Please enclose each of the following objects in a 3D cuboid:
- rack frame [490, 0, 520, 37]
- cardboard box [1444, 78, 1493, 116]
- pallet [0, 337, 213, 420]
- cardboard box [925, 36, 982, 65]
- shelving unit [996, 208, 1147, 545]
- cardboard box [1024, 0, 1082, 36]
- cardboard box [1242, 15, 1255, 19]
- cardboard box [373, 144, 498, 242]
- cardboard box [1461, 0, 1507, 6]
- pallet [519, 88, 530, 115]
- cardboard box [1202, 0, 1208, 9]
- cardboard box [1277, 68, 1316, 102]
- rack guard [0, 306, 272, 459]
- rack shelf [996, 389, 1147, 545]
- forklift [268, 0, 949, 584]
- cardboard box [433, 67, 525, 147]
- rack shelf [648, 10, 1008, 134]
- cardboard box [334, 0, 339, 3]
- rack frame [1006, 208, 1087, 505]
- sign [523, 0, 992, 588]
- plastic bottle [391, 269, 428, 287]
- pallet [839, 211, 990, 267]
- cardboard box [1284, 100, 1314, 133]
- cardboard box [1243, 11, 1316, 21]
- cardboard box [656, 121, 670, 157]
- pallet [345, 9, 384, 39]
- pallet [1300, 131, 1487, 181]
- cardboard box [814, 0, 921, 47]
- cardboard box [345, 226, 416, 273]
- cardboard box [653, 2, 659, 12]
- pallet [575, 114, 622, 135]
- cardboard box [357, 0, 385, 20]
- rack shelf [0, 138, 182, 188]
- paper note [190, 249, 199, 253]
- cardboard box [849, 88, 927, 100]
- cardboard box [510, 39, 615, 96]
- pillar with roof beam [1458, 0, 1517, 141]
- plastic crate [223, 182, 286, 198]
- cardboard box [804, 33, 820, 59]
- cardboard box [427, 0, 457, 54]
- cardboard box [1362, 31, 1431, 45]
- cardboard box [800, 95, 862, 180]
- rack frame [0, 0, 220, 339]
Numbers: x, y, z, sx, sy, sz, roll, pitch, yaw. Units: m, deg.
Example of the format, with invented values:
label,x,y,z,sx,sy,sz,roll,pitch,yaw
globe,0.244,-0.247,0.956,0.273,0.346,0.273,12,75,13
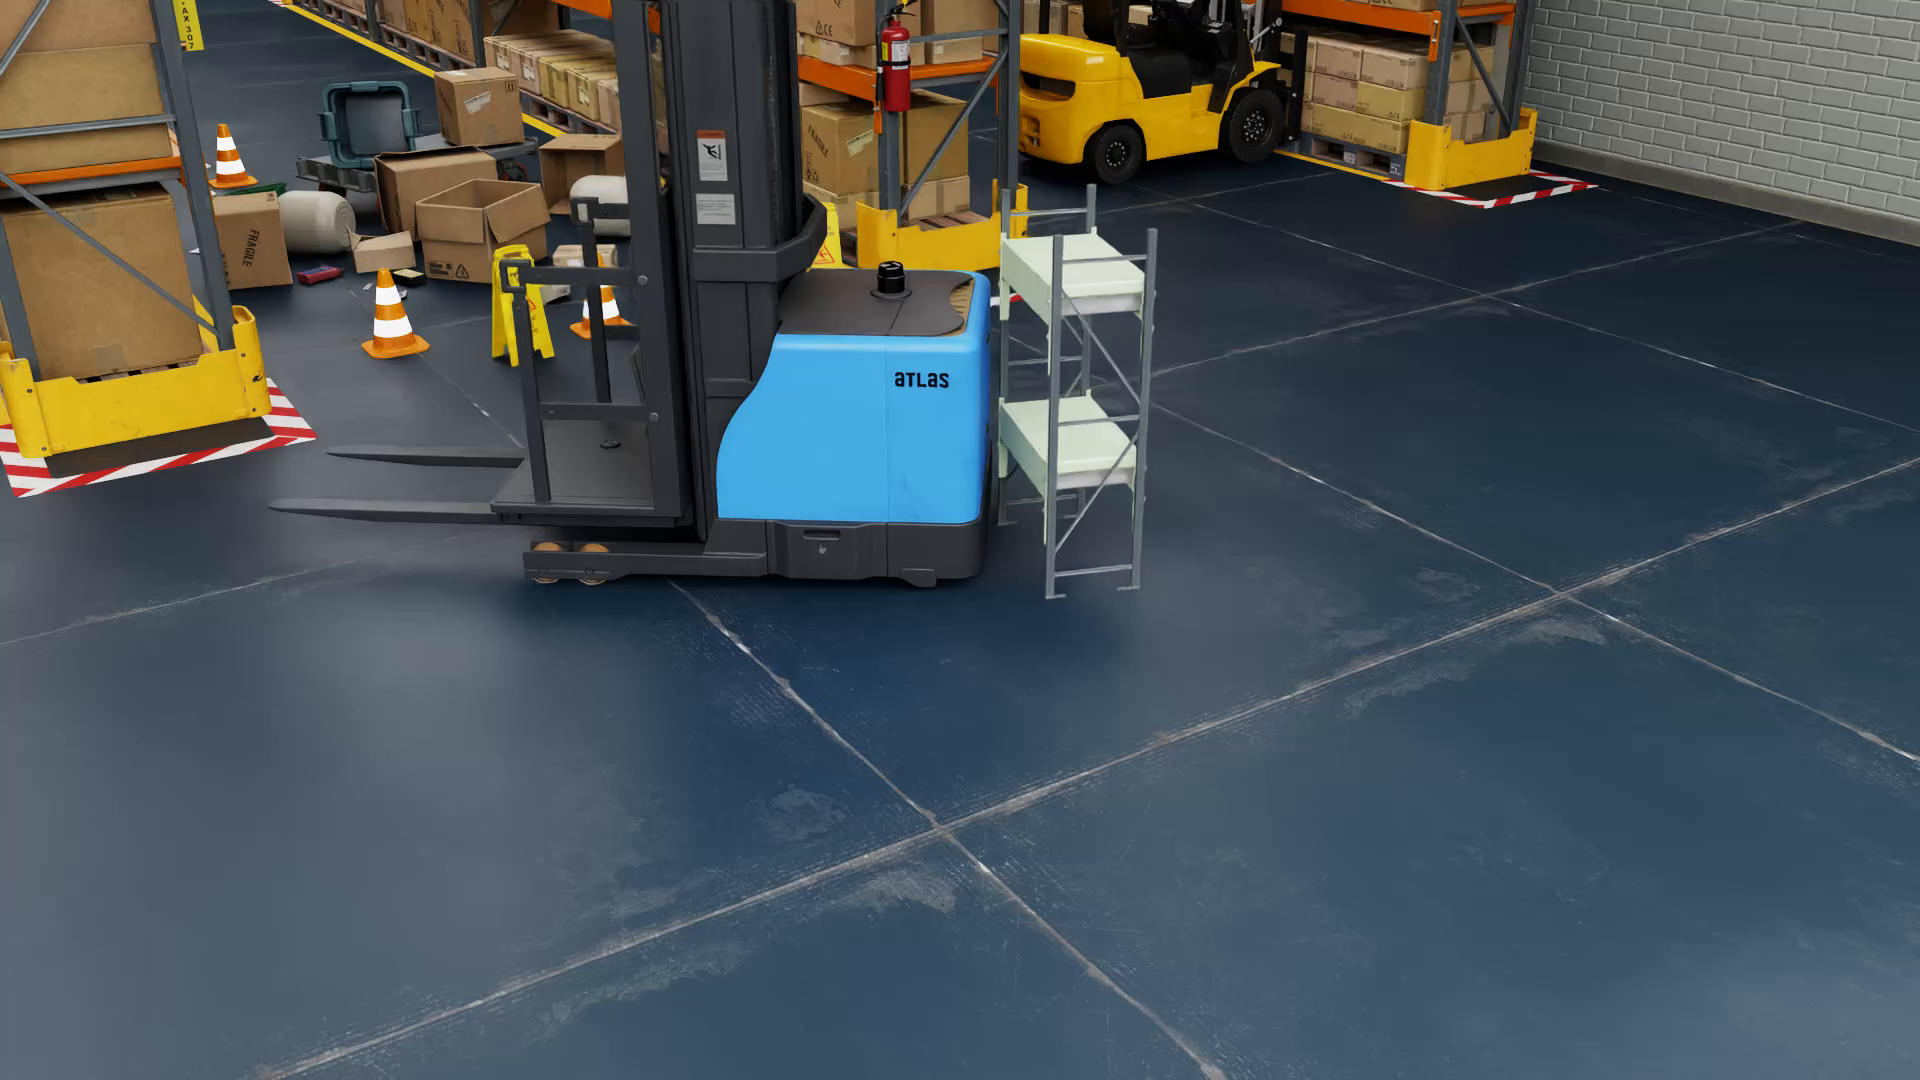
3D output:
label,x,y,z,sx,sy,sz,roll,pitch,yaw
rack frame,-4.430,-5.999,16.445,0.949,2.616,0.053,-16,29,-30
cardboard box,4.008,-3.684,13.684,0.500,0.250,0.500,-15,29,-29
pallet,-4.660,-0.954,9.024,1.003,0.211,1.213,-16,29,-30
cardboard box,-0.078,-3.193,10.795,0.380,0.149,0.250,-15,29,-29
shelving unit,0.449,-0.614,6.794,0.431,1.308,0.731,-6,26,-13
cardboard box,1.196,-5.305,17.265,0.875,0.625,0.625,-16,30,-30
cardboard box,2.460,-4.518,14.865,0.500,0.250,0.500,-14,29,-28
cardboard box,-3.664,-2.441,11.671,0.797,0.637,0.503,-16,29,-30
cardboard box,4.053,-4.582,13.326,0.500,0.500,0.500,-14,29,-28
pallet,-4.008,-4.458,16.446,1.003,0.211,1.213,-16,29,-30
cardboard box,2.338,-4.994,15.872,0.500,0.250,0.500,-15,29,-29
cardboard box,0.982,-5.520,17.399,0.979,0.399,8.696,-15,29,-29
rack guard,-4.145,-0.809,8.377,1.175,0.500,0.348,-16,29,-30
rack shelf,0.451,-0.317,6.928,0.431,0.370,0.720,-6,26,-13
forklift,-1.394,-1.365,6.708,3.031,2.935,1.121,2,25,3
cardboard box,-3.725,-3.354,12.883,0.500,0.500,0.500,-16,29,-30
rack shelf,-1.158,-3.527,12.051,1.077,0.370,4.000,-16,29,-30
cardboard box,-7.850,-7.353,21.822,0.875,0.438,0.875,-15,29,-28
rack frame,0.364,-0.764,7.110,0.380,1.308,0.010,-6,26,-13
sign,-0.817,-1.300,6.693,2.177,2.768,2.025,-16,29,-30
plastic bottle,-3.600,-1.709,10.798,0.283,0.061,0.133,18,31,33
pallet,-0.521,-2.202,11.668,1.003,0.211,1.213,-16,29,-30
cardboard box,3.040,-3.697,14.297,0.500,0.250,0.500,-15,29,-29
cardboard box,2.892,-4.632,15.106,0.500,0.250,0.500,-15,29,-29
cardboard box,-2.154,-3.240,13.330,0.500,0.250,0.500,-17,30,-32
pallet,-6.966,-6.459,20.684,1.003,0.211,1.213,-16,29,-30
pallet,3.638,-3.298,13.989,1.003,0.211,1.213,-16,29,-30
cardboard box,-0.593,-3.447,10.572,0.500,0.500,0.500,-16,30,-30
cardboard box,-3.860,-1.956,11.083,0.396,0.266,0.258,-10,27,-21
cardboard box,-2.165,-4.189,12.903,0.380,0.149,0.250,-15,29,-28
pallet,-2.676,-3.585,14.597,1.003,0.211,1.213,-16,29,-30
cardboard box,-14.379,-2.508,10.490,25.399,1.350,10.438,-16,30,-30
rack shelf,-5.250,-2.458,9.474,0.919,0.052,3.809,-16,29,-30
paper note,-5.216,-2.006,11.464,0.142,0.020,0.147,7,26,15
cardboard box,-0.577,-2.970,11.879,0.500,0.500,0.500,-17,30,-31
cardboard box,-3.724,-4.534,15.926,0.950,0.372,0.625,-16,30,-31
pillar with roof beam,0.859,-6.464,10.402,9.100,9.000,0.400,-16,29,-30
plastic crate,-5.149,-2.376,11.995,0.450,0.188,0.662,-10,25,2
cardboard box,-0.803,-3.269,10.955,0.380,0.149,0.250,-16,30,-30
cardboard box,-5.224,-5.814,18.049,0.875,0.875,0.875,-15,29,-29
cardboard box,3.711,-4.088,13.953,0.500,0.250,0.500,-15,29,-29
cardboard box,-1.010,-2.835,11.591,0.500,0.500,0.500,-14,29,-28
rack frame,-4.161,-1.947,7.860,0.949,2.616,0.053,-16,29,-30
